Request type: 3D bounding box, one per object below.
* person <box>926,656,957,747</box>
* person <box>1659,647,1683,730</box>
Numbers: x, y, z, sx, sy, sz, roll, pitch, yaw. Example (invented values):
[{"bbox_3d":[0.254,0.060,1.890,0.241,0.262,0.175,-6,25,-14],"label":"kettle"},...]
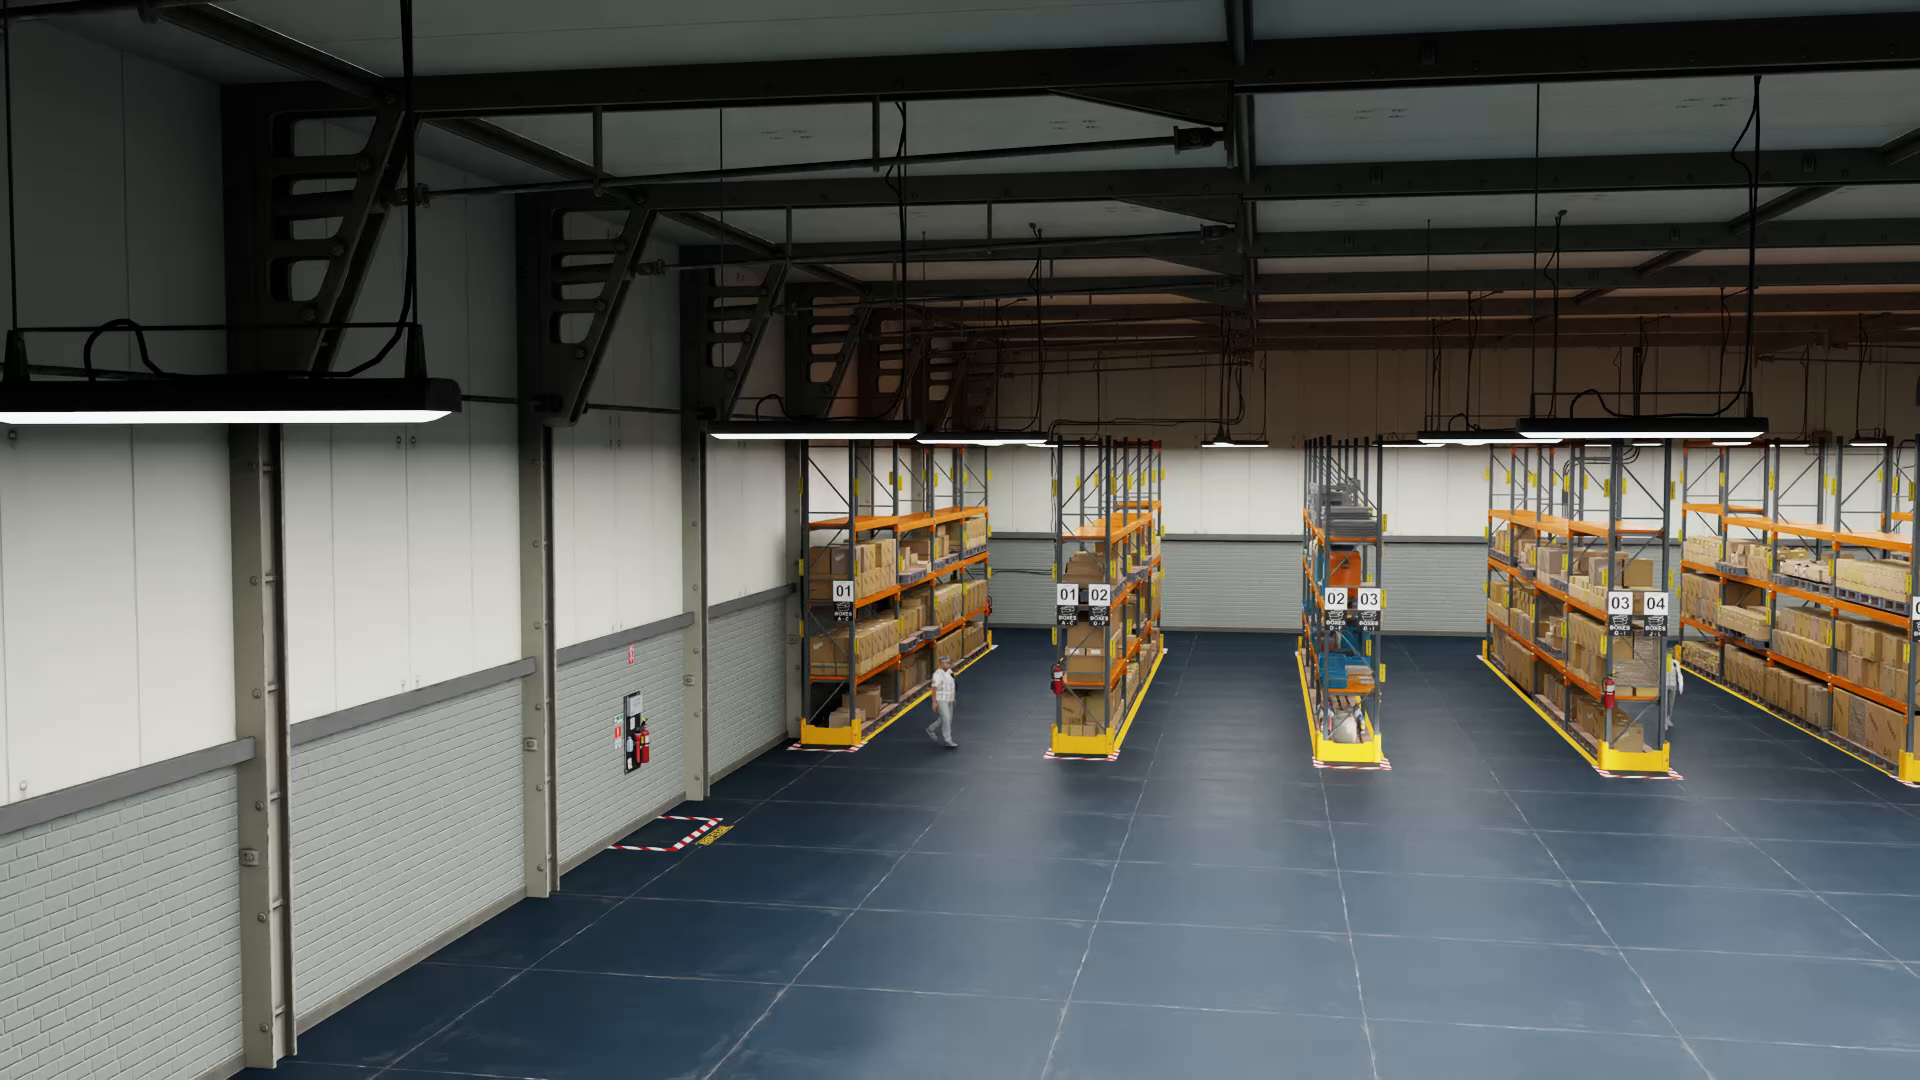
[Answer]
[{"bbox_3d":[-0.329,3.097,32.303,0.911,1.729,0.591,2,4,37],"label":"person"},{"bbox_3d":[14.602,3.047,34.267,0.536,1.707,0.600,1,3,10],"label":"person"}]
